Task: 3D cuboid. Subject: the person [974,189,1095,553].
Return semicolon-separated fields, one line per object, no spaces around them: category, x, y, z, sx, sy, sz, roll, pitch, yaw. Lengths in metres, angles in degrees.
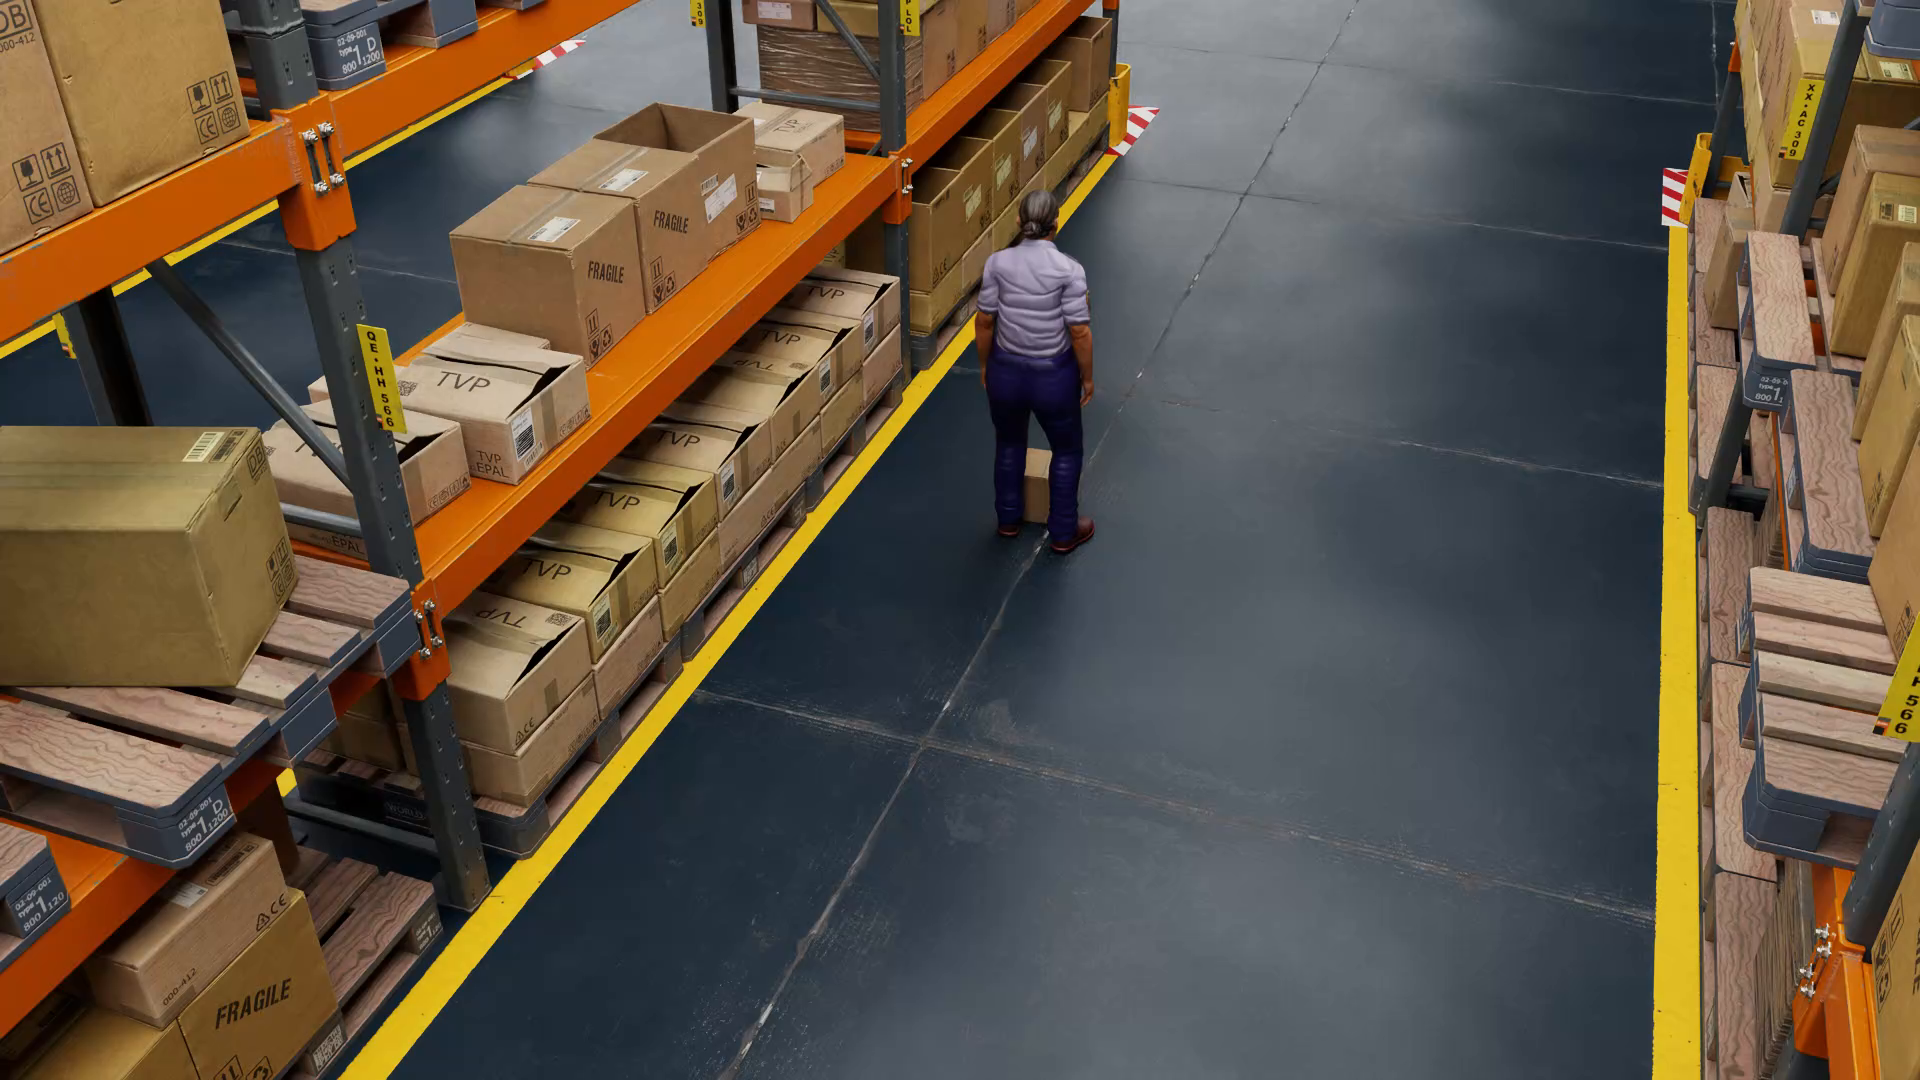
person;0.338;-0.719;7.235;0.537;1.651;0.421;11;35;16
